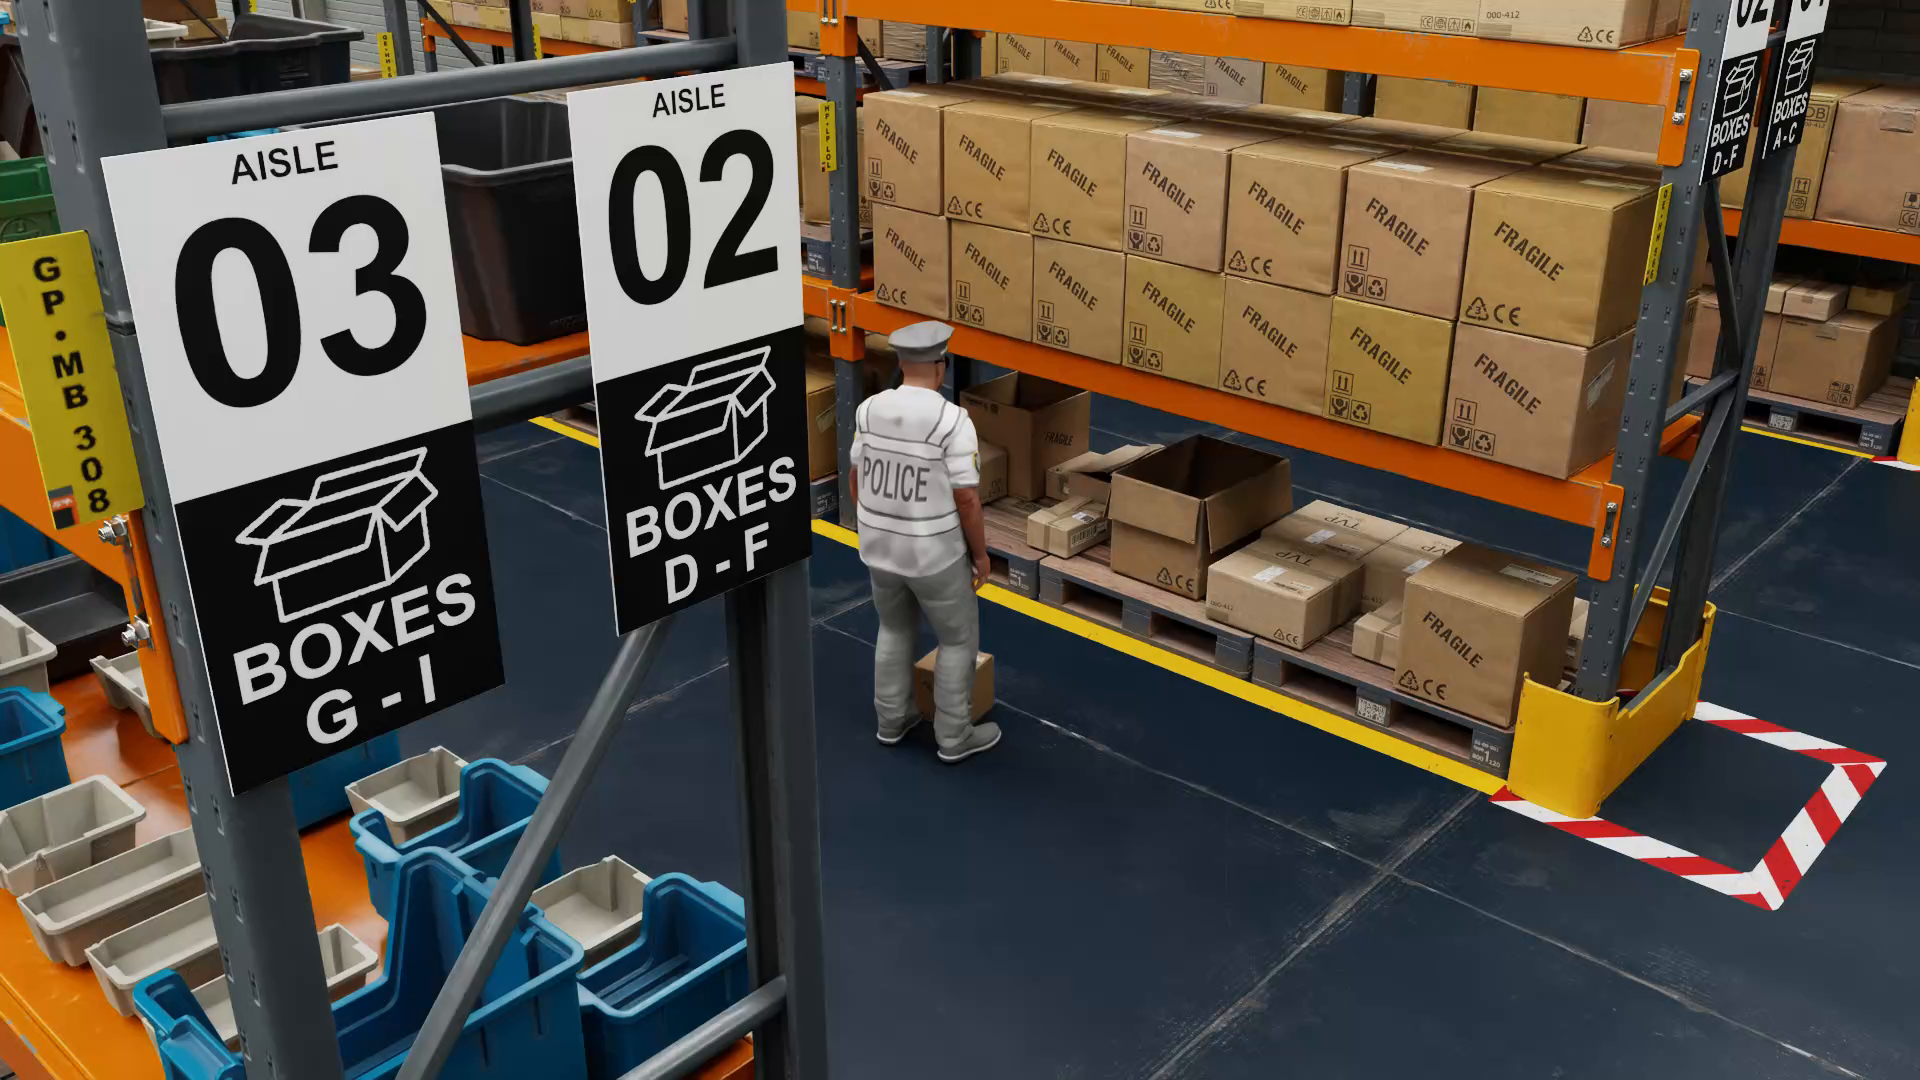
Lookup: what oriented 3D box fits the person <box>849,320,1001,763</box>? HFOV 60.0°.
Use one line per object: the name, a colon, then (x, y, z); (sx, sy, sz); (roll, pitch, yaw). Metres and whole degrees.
person: (-0.161, 0.033, 6.516); (0.580, 1.748, 0.434); (13, 27, 27)
